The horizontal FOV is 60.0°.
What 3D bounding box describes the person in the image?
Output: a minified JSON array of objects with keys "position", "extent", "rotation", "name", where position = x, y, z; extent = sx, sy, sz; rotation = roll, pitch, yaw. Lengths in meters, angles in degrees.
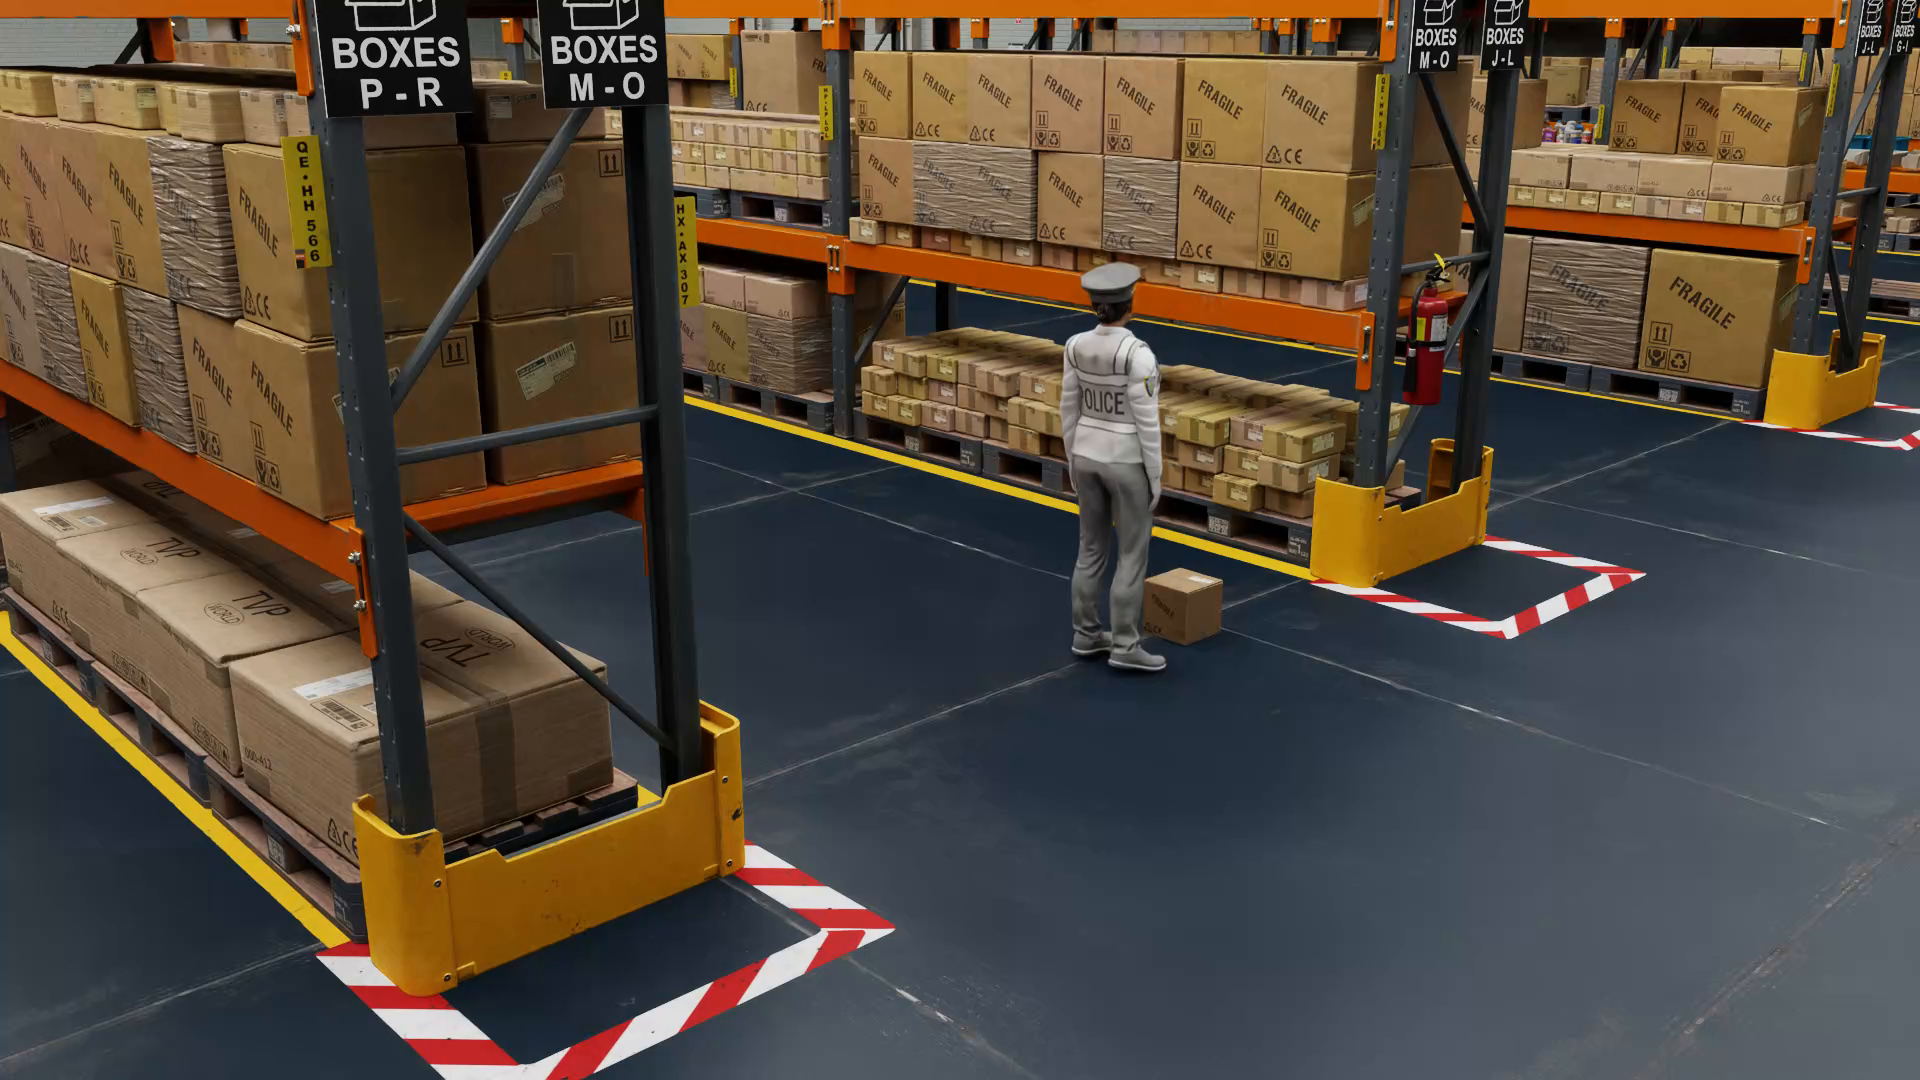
[{"position":[0.635,-0.293,6.926],"extent":[0.334,1.708,0.496],"rotation":[-16,23,-41],"name":"person"}]
